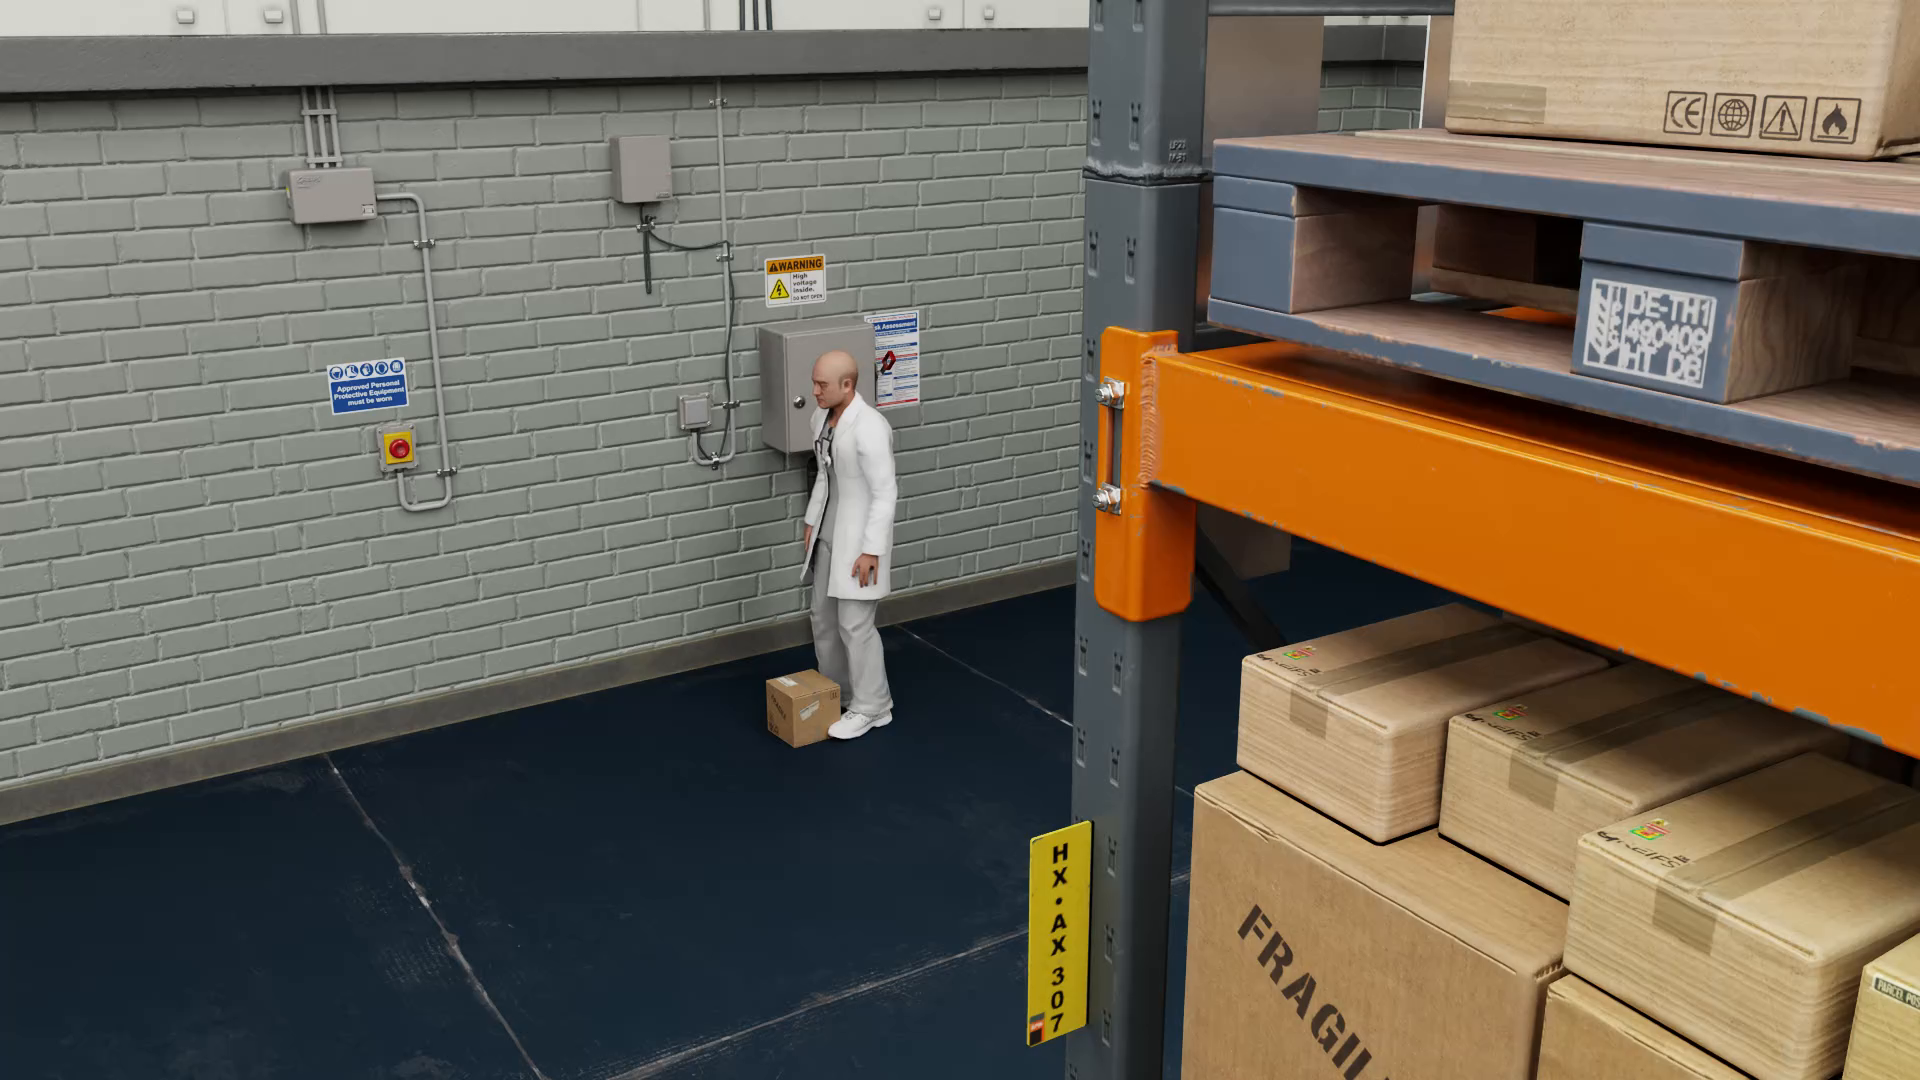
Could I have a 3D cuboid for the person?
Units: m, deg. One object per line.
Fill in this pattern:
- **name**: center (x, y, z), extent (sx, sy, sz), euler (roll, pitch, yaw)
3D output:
- **person**: center (-0.518, 0.004, 7.567), extent (0.427, 1.774, 0.644), euler (-11, 21, -31)
